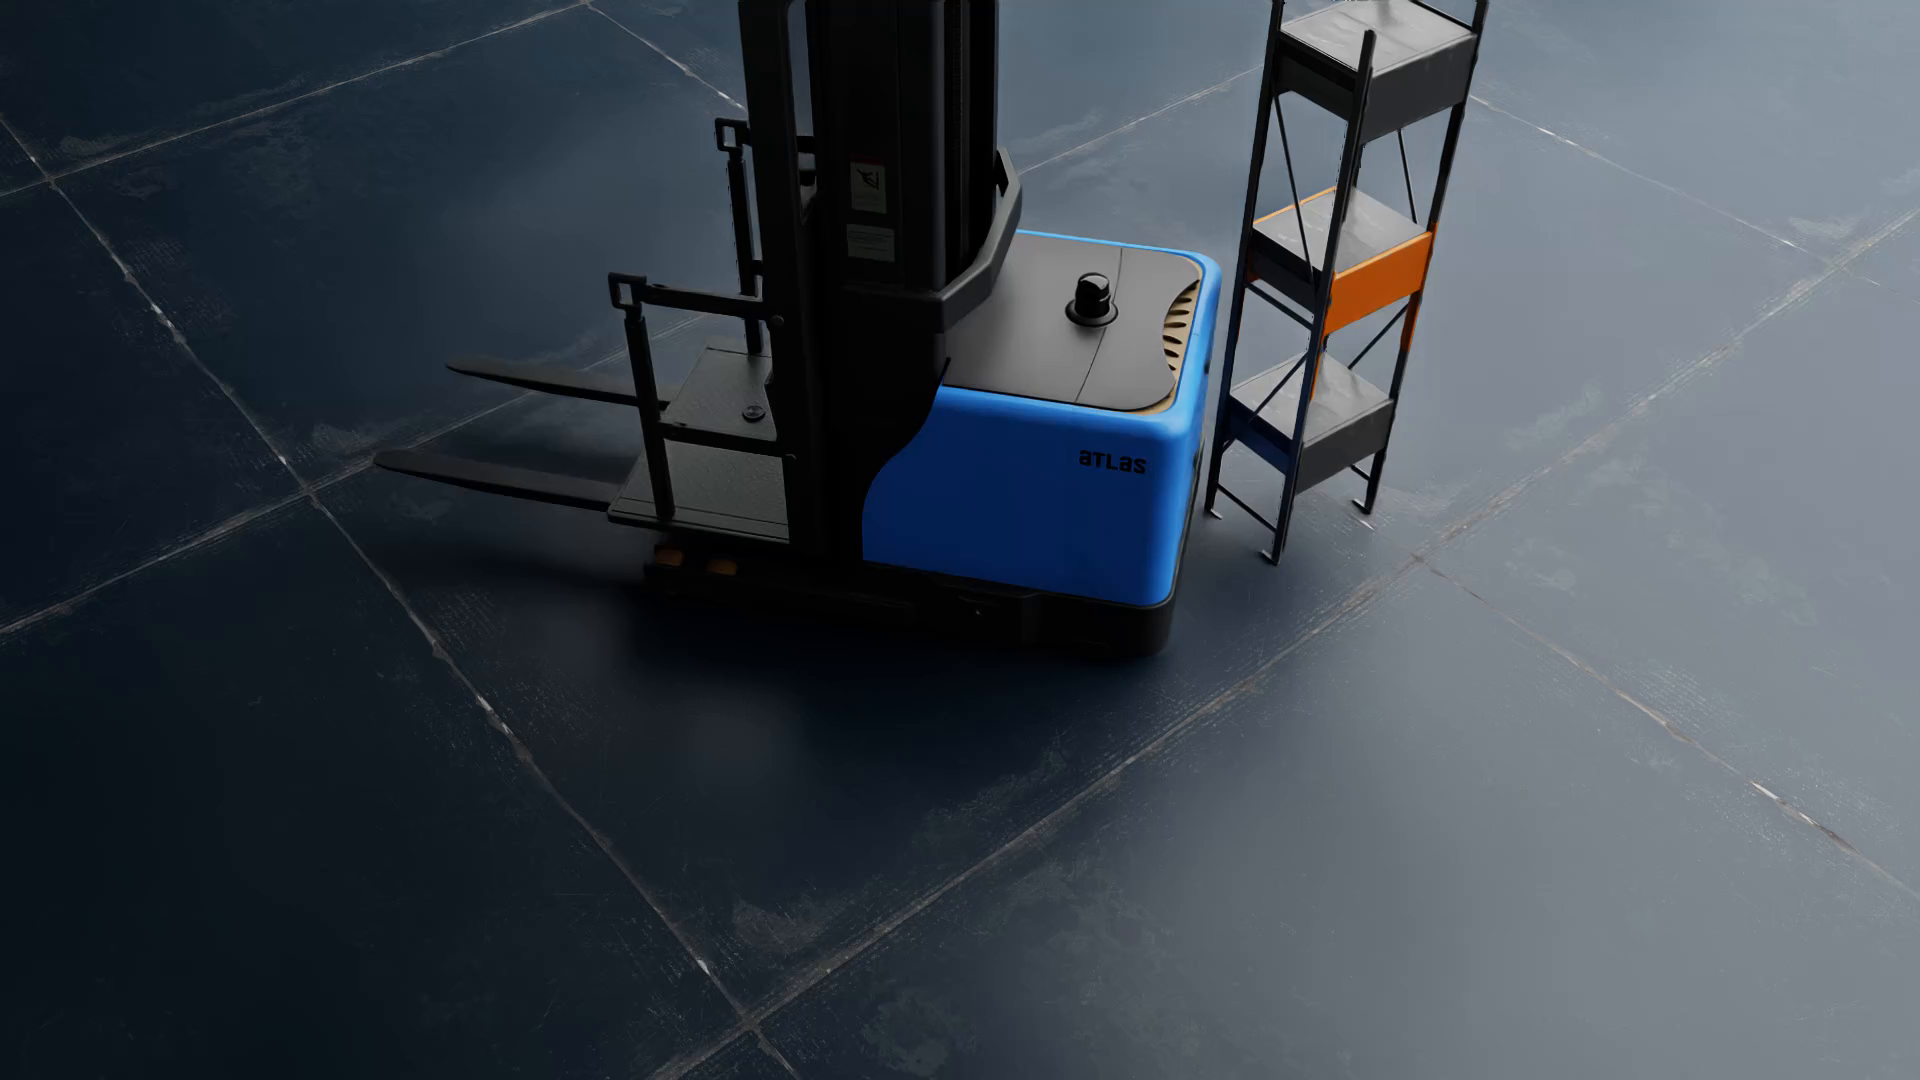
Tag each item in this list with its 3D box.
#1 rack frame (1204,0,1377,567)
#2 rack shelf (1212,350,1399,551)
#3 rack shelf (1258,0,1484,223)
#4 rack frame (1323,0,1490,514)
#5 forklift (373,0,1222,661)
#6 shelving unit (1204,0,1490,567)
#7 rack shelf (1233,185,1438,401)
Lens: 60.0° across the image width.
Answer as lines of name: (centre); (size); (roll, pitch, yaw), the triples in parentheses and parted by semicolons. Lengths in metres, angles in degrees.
rack frame: (1.060, -0.780, 5.547); (0.015, 2.100, 0.400); (-26, 49, -25)
rack shelf: (1.257, -0.358, 6.140); (0.480, 0.518, 0.431); (-26, 49, -25)
rack shelf: (1.257, -1.378, 5.181); (0.480, 0.518, 0.431); (-26, 49, -25)
rack frame: (1.454, -0.976, 5.756); (0.015, 2.100, 0.400); (-26, 49, -25)
forklift: (-0.656, -1.184, 5.370); (3.031, 2.935, 1.130); (9, 44, 10)
shelving unit: (1.257, -0.878, 5.651); (0.503, 2.100, 0.431); (-26, 49, -25)
rack shelf: (1.257, -0.868, 5.661); (0.480, 0.518, 0.431); (-26, 49, -25)
